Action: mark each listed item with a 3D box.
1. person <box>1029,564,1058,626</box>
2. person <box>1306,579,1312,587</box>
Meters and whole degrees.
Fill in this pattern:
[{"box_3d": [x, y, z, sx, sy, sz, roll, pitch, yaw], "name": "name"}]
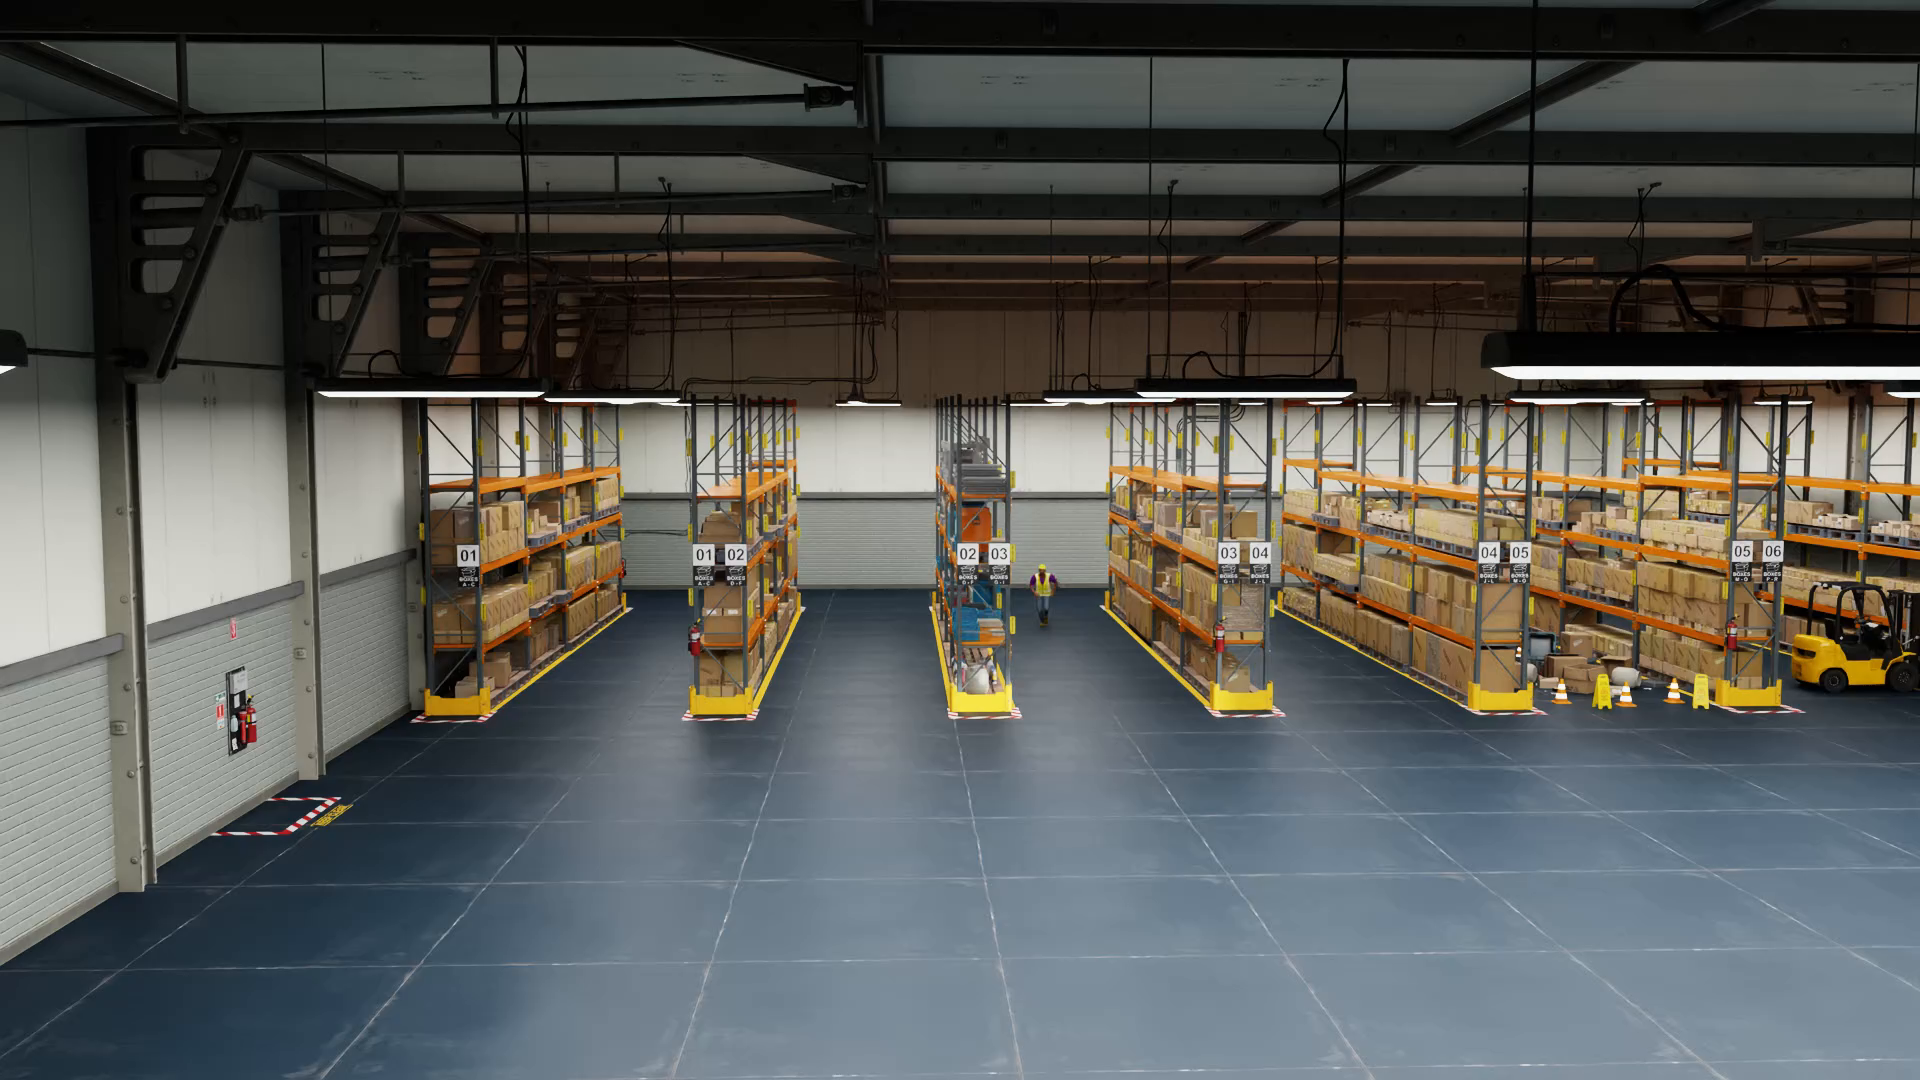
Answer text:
[{"box_3d": [2.194, 1.453, 43.694, 0.738, 1.668, 0.690, 1, 5, 7], "name": "person"}, {"box_3d": [10.802, 0.881, 50.681, 0.549, 1.673, 0.456, -4, 6, -44], "name": "person"}]
